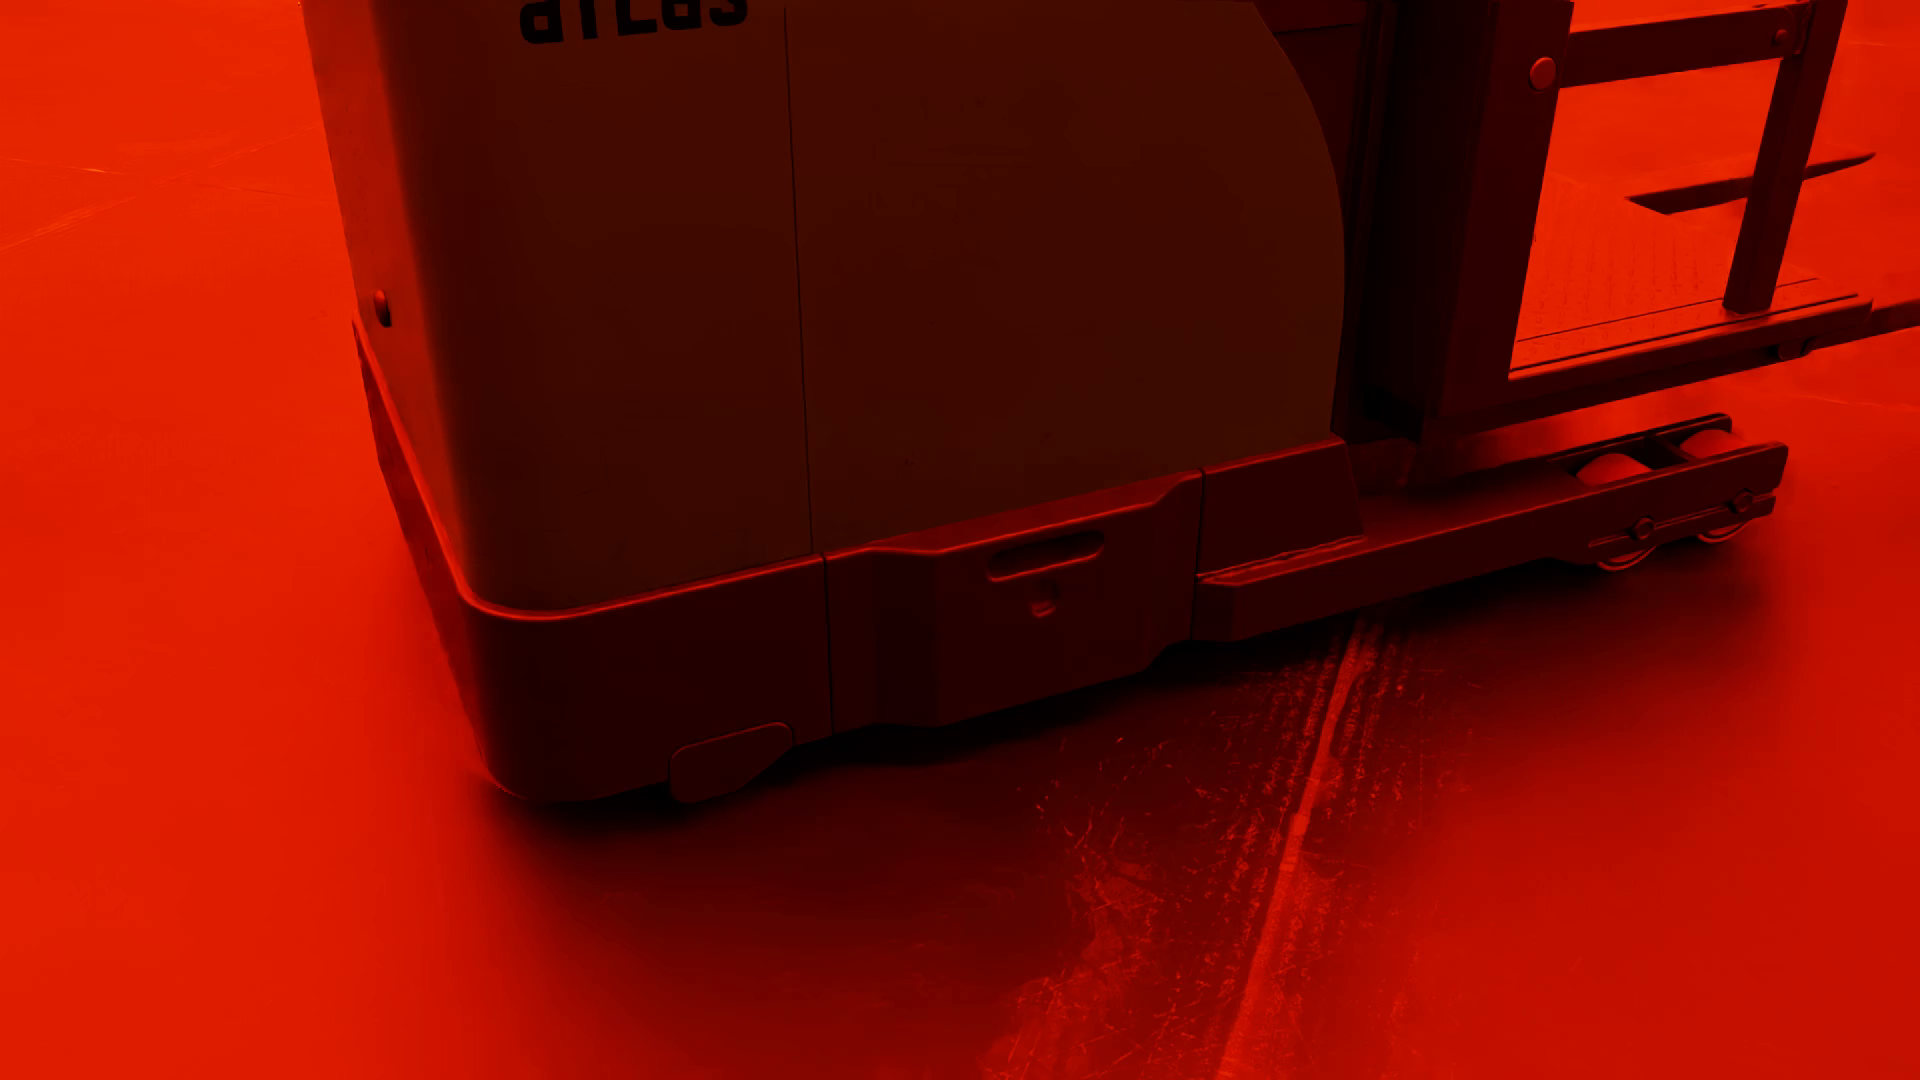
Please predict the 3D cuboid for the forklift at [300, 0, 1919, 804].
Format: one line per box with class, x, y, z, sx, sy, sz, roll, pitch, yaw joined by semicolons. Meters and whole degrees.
forklift;0.660;-1.453;2.092;3.031;2.935;1.130;-13;32;-22
